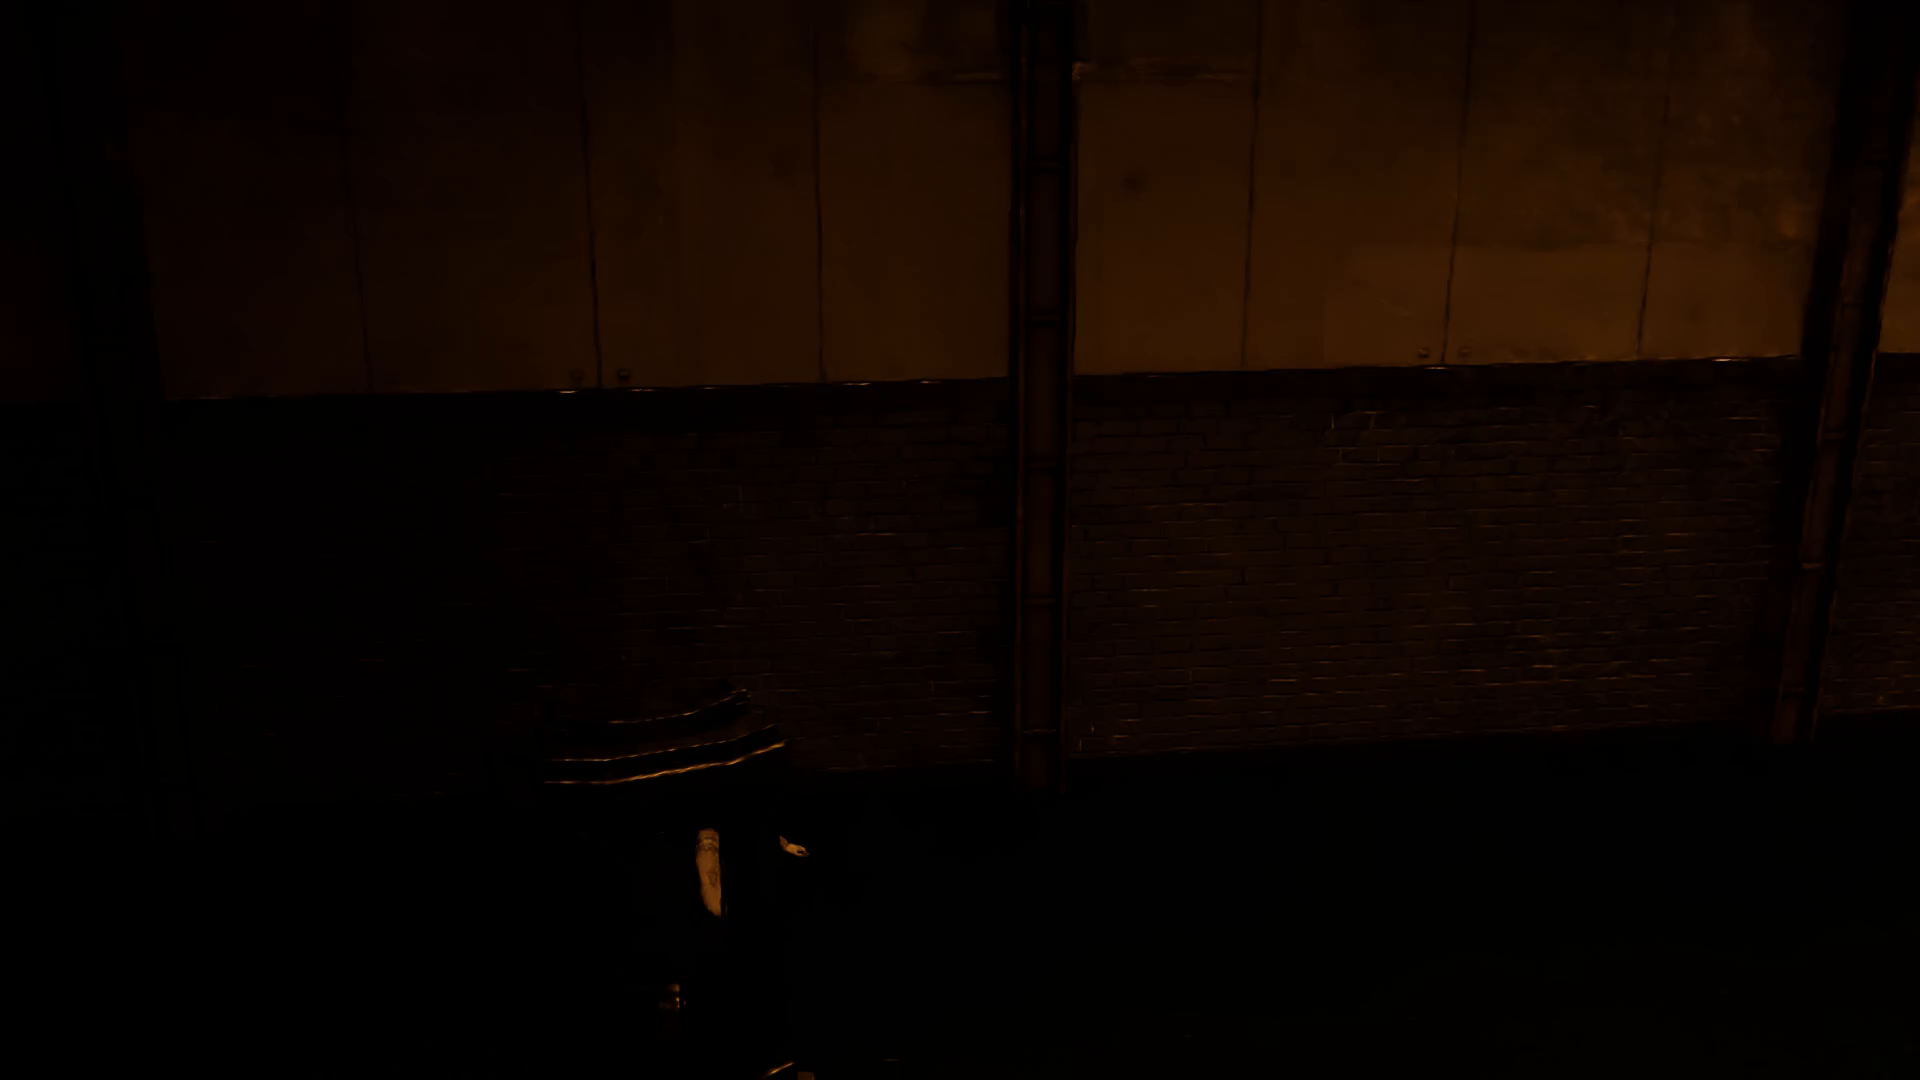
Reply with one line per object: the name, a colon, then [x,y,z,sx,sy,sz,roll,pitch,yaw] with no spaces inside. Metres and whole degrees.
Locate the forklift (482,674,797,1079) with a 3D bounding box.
forklift: [-0.285,-1.564,4.076,1.130,2.935,3.031,-7,18,-21]

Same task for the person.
person: [-0.089,-1.419,6.027,0.903,1.486,1.163,2,17,5]
